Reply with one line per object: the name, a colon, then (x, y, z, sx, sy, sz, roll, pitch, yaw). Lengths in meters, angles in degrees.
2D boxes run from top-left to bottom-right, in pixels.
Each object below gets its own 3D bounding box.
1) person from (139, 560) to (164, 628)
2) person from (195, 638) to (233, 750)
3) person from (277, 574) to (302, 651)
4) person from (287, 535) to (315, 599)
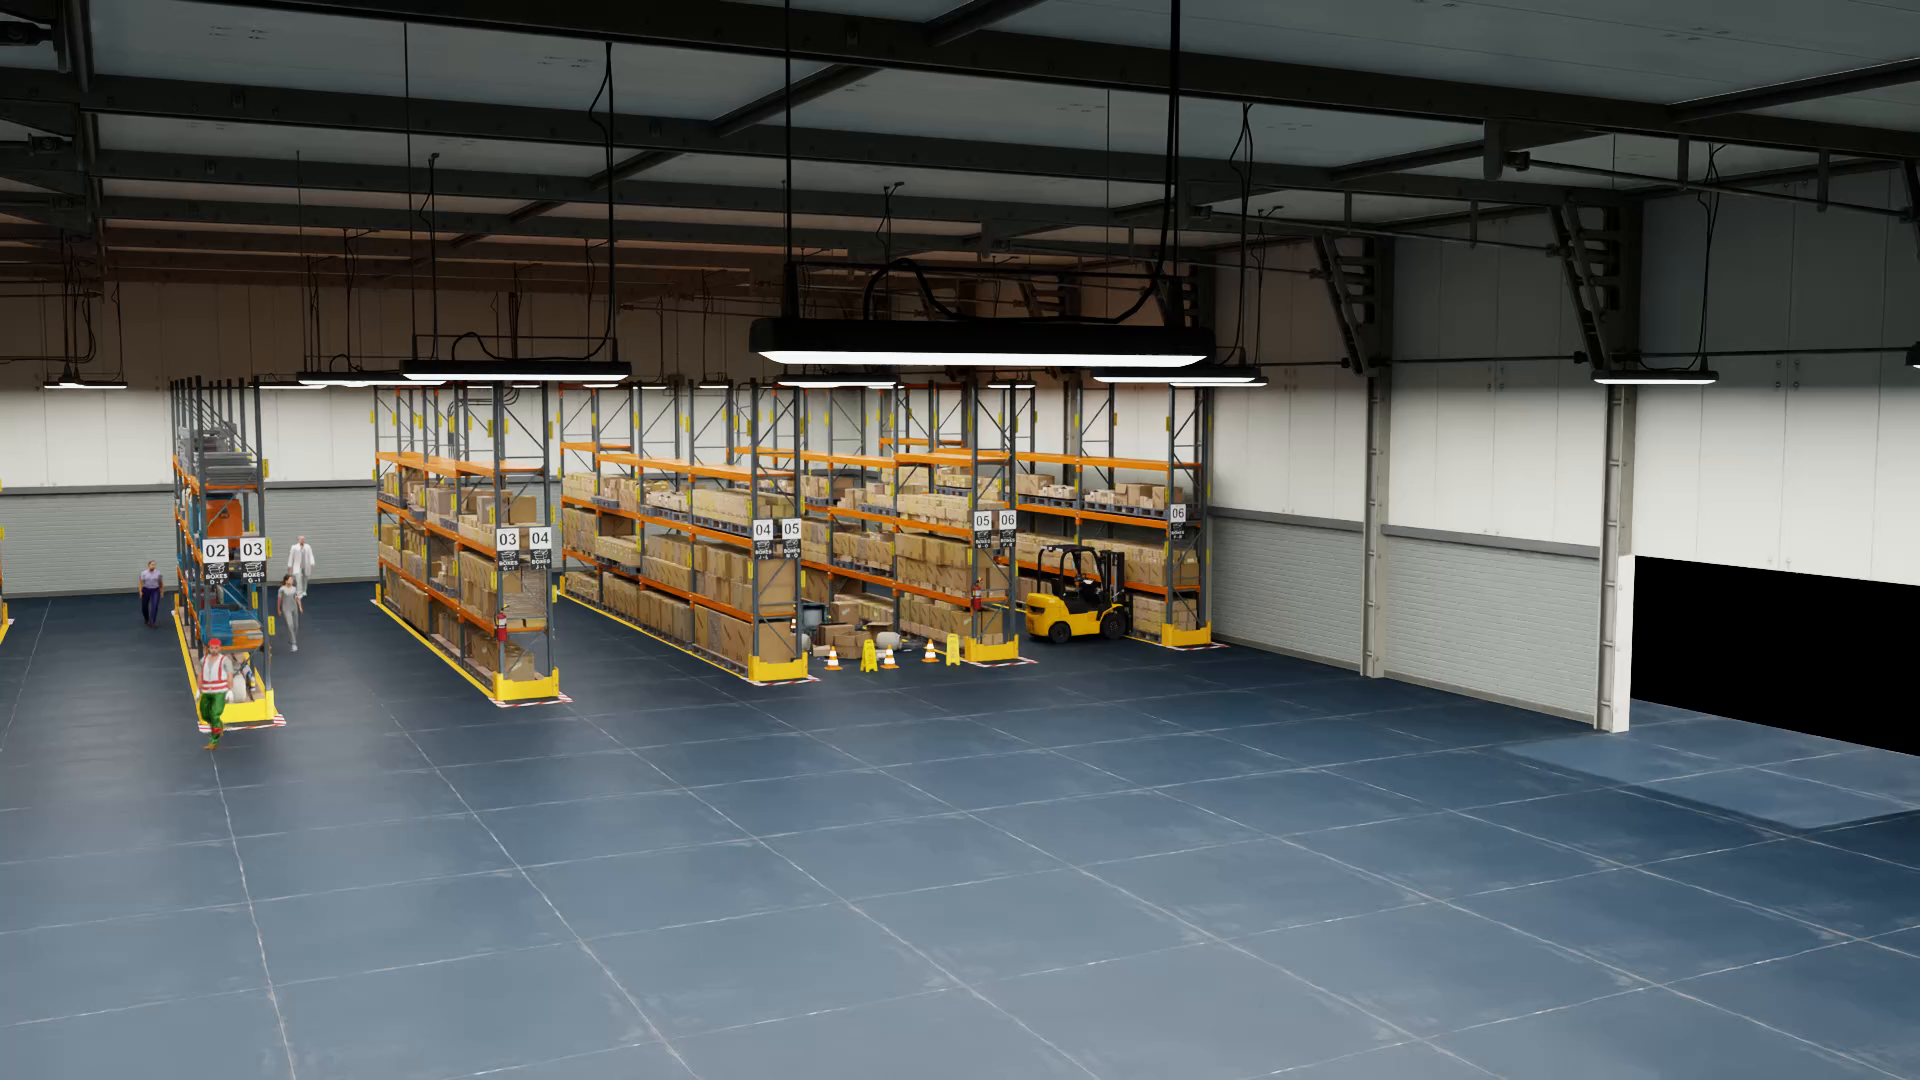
person: (-19.772, 1.315, 40.670, 0.560, 1.639, 0.790, -3, 6, -31)
person: (-12.008, 2.455, 26.781, 0.566, 1.773, 0.863, 0, 5, 4)
person: (-14.900, 1.605, 37.136, 0.762, 1.663, 0.469, 4, 7, 39)
person: (-18.261, 0.734, 46.114, 0.681, 1.718, 1.111, -3, 6, -32)
